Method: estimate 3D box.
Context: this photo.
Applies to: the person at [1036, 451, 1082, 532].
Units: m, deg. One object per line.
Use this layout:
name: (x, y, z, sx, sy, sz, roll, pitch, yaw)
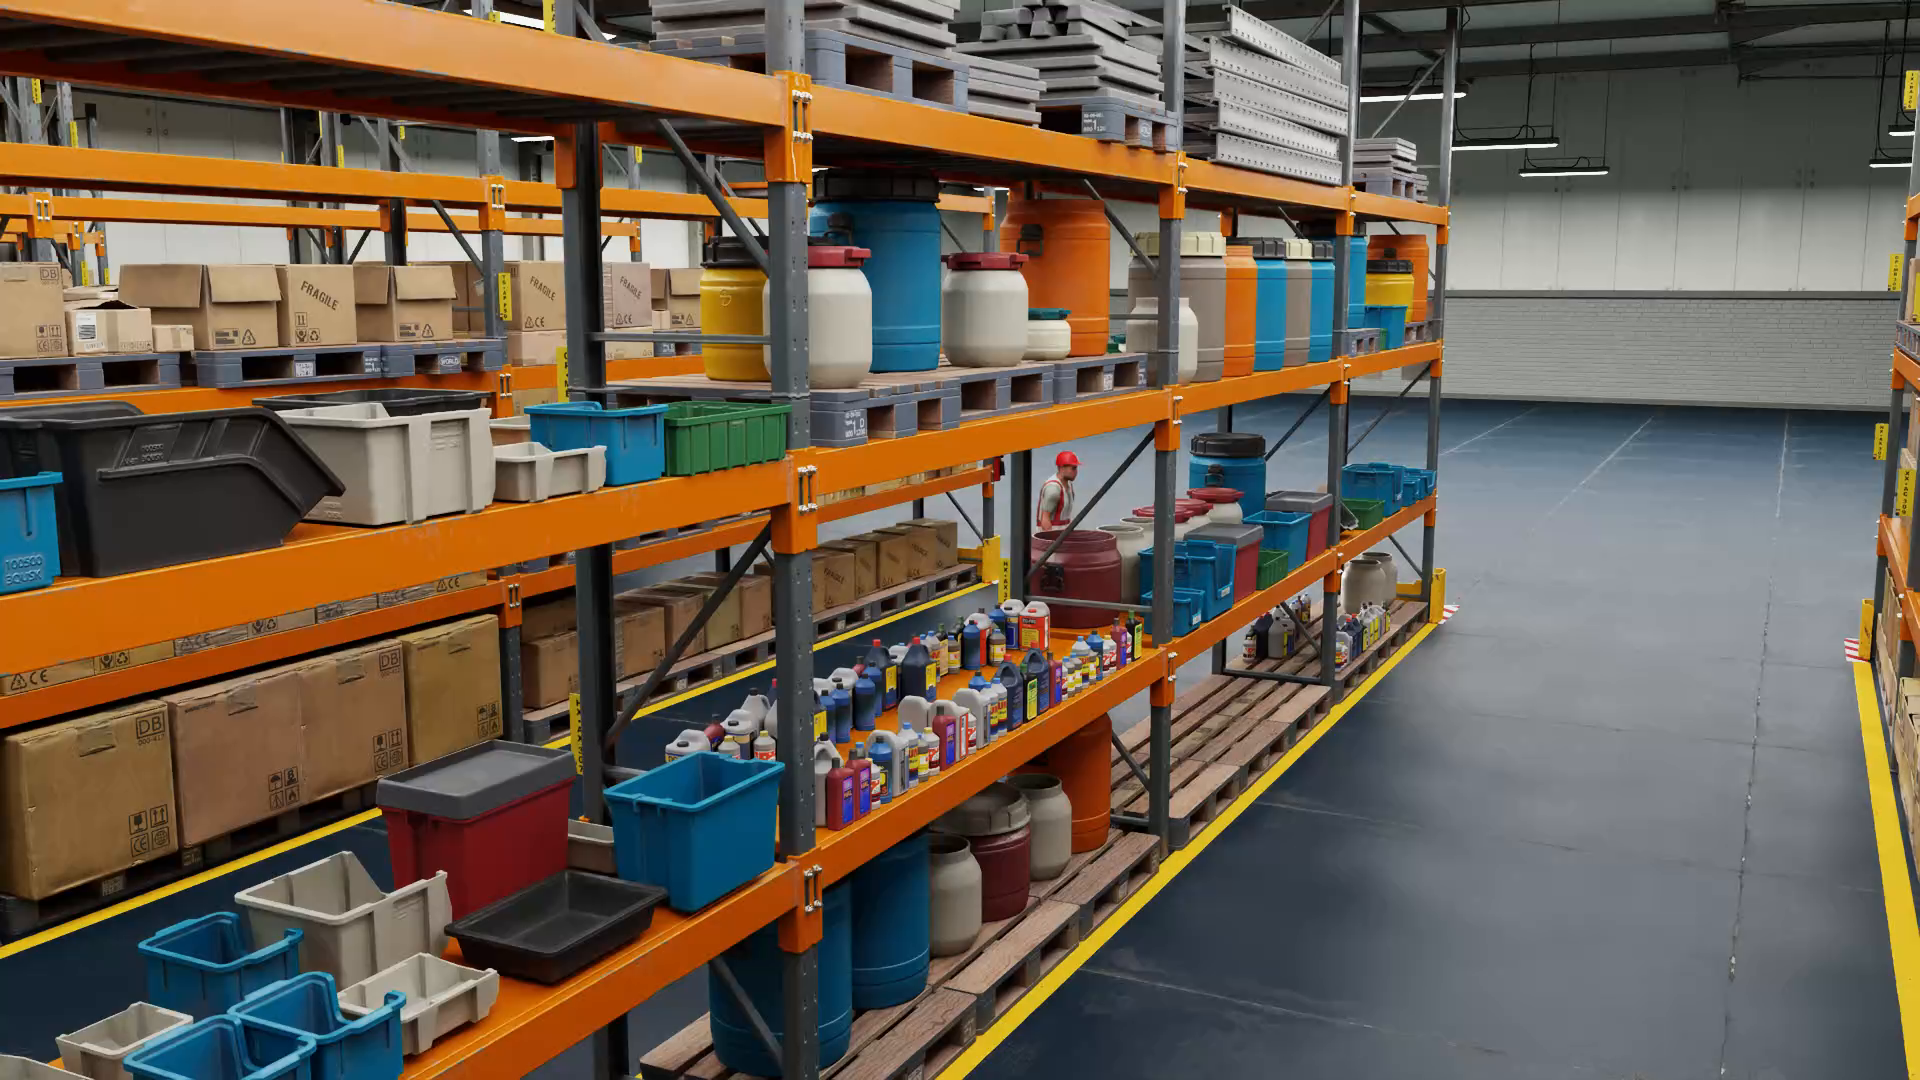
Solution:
person: (0.974, 0.021, 16.181, 0.448, 1.780, 0.608, 4, 10, 26)
